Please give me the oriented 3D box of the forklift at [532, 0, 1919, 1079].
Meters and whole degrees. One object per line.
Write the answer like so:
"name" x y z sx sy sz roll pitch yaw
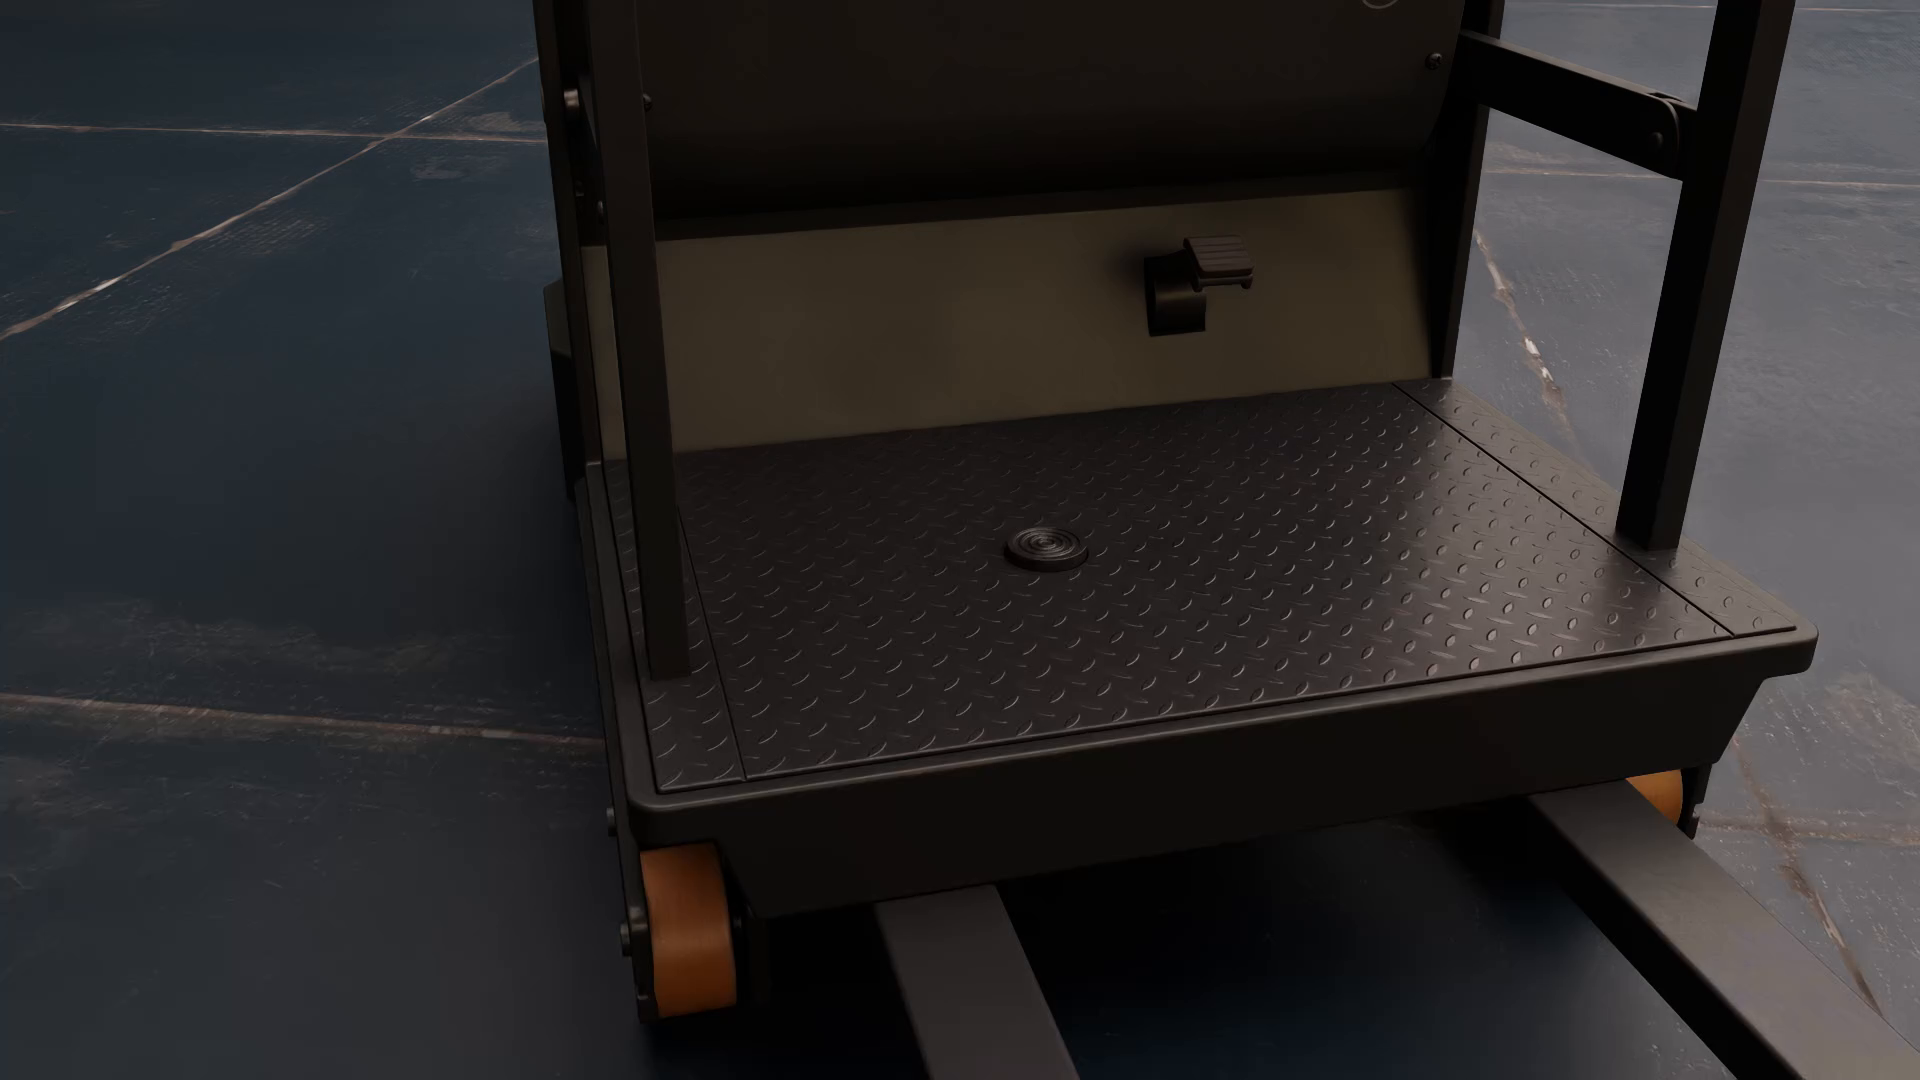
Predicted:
"forklift" 0.153 -1.049 1.319 1.130 2.935 3.031 -7 27 -13
